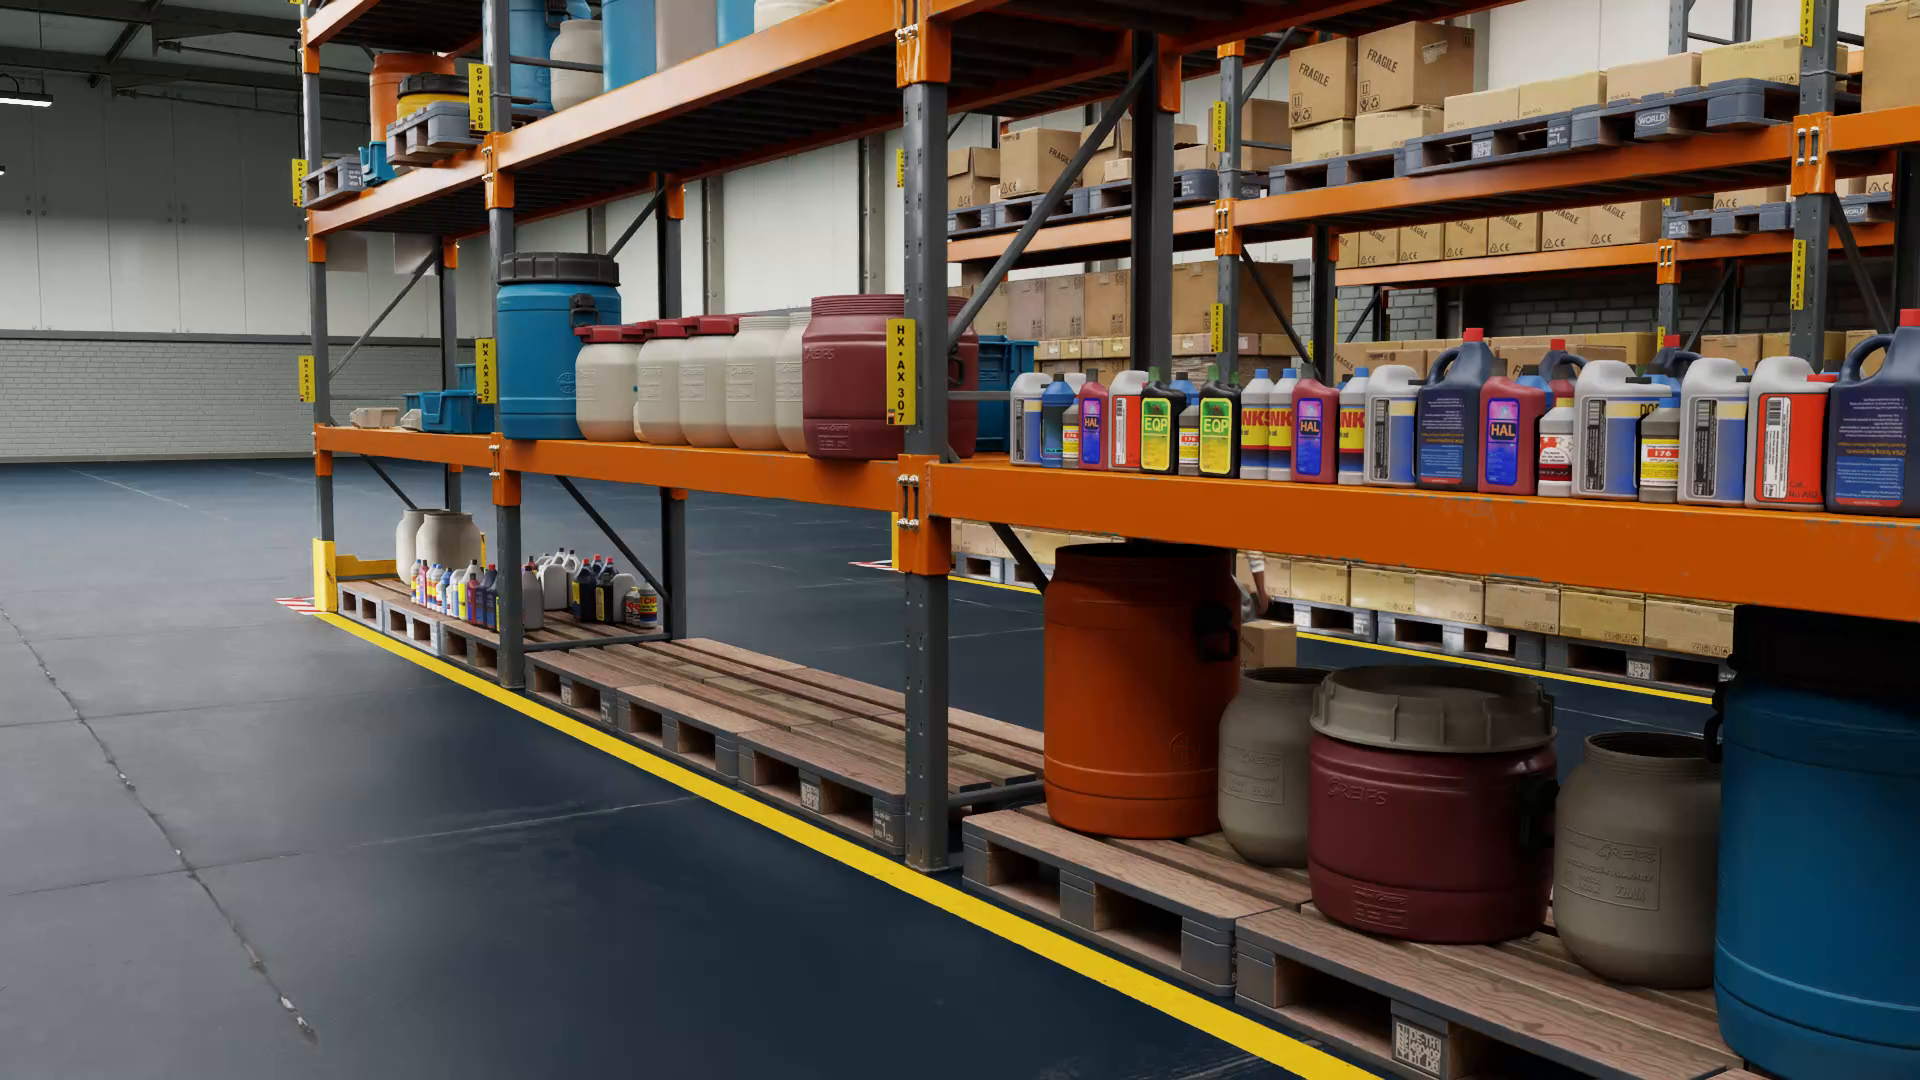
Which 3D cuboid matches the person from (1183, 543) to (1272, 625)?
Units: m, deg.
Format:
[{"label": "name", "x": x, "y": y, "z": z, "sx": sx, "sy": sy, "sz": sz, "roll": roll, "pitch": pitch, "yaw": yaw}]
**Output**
[{"label": "person", "x": 1.354, "y": 0.182, "z": 9.022, "sx": 0.736, "sy": 1.115, "sz": 0.463, "roll": -3, "pitch": 6, "yaw": -34}]
